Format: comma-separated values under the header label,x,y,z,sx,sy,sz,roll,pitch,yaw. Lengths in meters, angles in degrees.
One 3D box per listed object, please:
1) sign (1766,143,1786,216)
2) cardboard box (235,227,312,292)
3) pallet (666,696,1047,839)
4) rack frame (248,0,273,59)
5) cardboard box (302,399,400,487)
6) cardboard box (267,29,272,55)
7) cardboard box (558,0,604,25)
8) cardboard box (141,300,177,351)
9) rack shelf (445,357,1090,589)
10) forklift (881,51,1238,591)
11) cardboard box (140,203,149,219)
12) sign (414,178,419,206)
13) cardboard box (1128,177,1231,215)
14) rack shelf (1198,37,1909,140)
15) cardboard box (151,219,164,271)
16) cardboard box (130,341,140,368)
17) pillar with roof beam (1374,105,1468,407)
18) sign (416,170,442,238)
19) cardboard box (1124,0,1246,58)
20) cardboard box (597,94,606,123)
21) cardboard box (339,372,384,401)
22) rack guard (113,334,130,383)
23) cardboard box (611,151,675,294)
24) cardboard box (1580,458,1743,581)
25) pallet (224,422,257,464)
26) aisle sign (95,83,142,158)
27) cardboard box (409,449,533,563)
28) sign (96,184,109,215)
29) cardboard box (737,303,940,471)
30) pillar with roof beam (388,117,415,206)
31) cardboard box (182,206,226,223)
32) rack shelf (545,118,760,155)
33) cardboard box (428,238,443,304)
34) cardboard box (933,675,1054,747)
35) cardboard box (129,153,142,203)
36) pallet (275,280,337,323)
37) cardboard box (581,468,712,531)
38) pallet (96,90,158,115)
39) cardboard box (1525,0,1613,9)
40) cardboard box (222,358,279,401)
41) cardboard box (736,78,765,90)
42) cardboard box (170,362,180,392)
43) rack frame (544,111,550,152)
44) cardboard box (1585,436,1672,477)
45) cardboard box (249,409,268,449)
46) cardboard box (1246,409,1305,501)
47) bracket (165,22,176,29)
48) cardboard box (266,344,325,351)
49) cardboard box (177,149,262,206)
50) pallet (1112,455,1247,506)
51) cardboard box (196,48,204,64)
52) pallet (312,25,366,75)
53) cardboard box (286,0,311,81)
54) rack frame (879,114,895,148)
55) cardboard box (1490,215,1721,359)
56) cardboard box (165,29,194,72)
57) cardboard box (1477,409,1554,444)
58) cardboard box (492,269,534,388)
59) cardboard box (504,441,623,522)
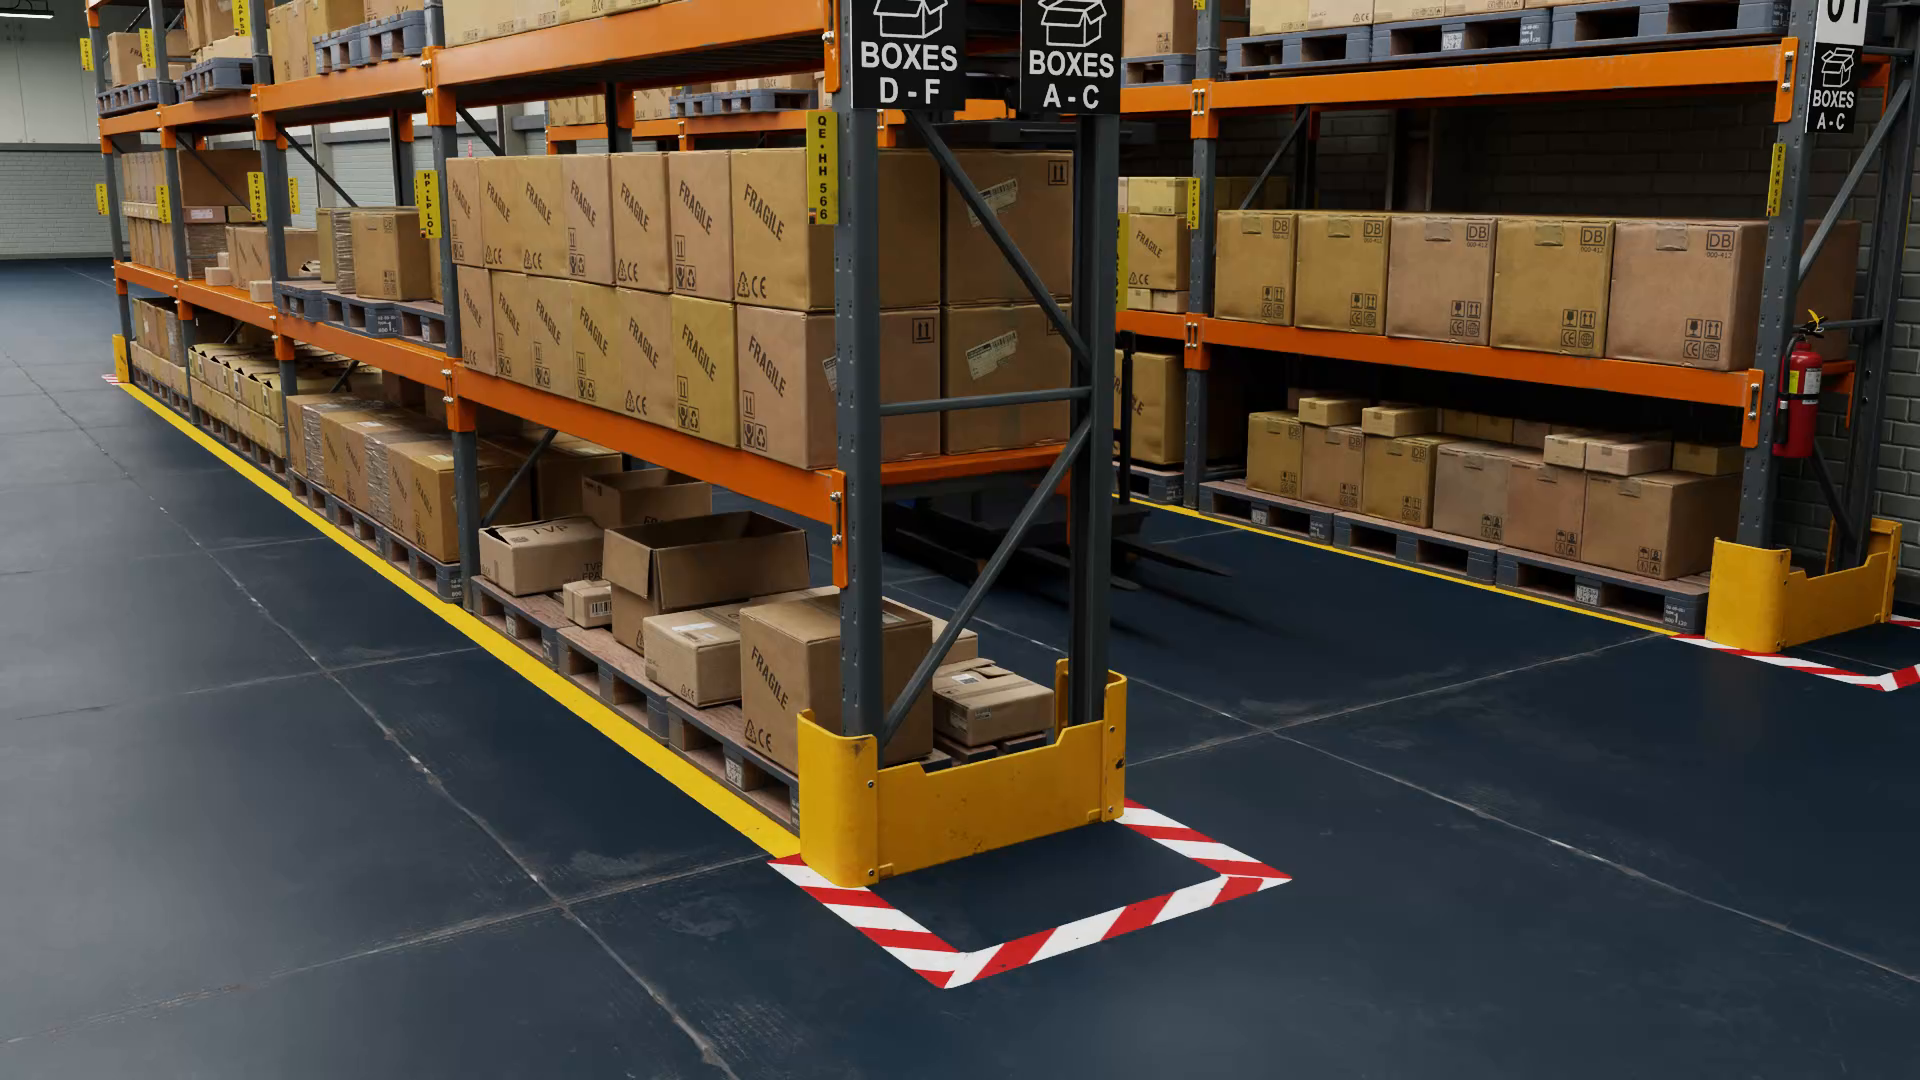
label,x,y,z,sx,sy,sz,roll,pitch,yaw
sign,3.731,-1.644,7.595,0.100,0.325,0.005,-8,15,-33
cardboard box,-5.599,-2.299,13.621,0.500,0.500,0.500,-8,15,-33
pallet,-0.416,0.770,6.349,1.003,0.211,1.213,-8,15,-33
rack frame,-4.364,-4.791,11.207,1.000,3.000,0.127,-8,15,-33
cardboard box,-4.055,-0.647,11.120,0.500,0.500,0.500,-9,15,-35
cardboard box,-4.662,-3.532,11.837,0.500,0.250,0.500,-9,15,-37
cardboard box,-1.255,-2.158,6.540,0.500,0.250,0.500,-8,15,-33
cardboard box,-8.118,-2.214,17.161,0.500,0.500,0.500,-8,15,-33
rack shelf,-1.040,-0.442,7.045,1.077,0.370,4.000,-8,15,-33
forklift,0.390,-1.285,9.376,1.130,2.935,3.031,-7,14,-29
cardboard box,-8.043,-3.325,16.792,0.380,0.149,0.250,-8,15,-33
sign,-3.918,-2.453,12.034,0.100,0.325,0.005,-8,15,-33
cardboard box,1.502,-2.359,11.396,0.500,0.250,0.500,-8,14,-31
rack shelf,3.082,-2.494,9.409,1.077,0.370,4.000,-8,15,-33
cardboard box,-7.688,-2.973,16.699,0.700,0.500,0.500,-8,14,-31
cardboard box,-8.684,-2.023,18.046,0.500,0.250,0.500,-8,15,-33
pillar with roof beam,-0.502,-4.135,8.207,9.100,9.000,0.400,-8,15,-33
sign,-2.608,-1.648,8.168,0.100,0.325,0.005,-8,15,-33
cardboard box,1.578,-3.635,11.676,0.700,0.500,0.500,-9,15,-36
cardboard box,-3.824,-5.021,18.997,0.500,0.500,0.500,-7,14,-29
cardboard box,-4.410,-1.124,12.622,0.500,0.311,0.500,-8,14,-31
rack guard,-8.810,-2.066,18.640,1.175,0.500,0.348,-8,15,-33
cardboard box,-0.979,-1.203,6.267,0.500,0.500,0.500,-8,14,-31
cardboard box,3.719,-0.121,8.763,0.700,0.500,0.500,-8,15,-33
pallet,-5.460,-0.866,13.828,1.003,0.211,1.213,-8,15,-33
aisle sign,-9.088,-4.529,17.964,0.394,0.787,0.004,-8,15,-33
cardboard box,-2.660,-0.197,9.061,0.500,0.500,0.500,-8,15,-33
sign,-9.262,-3.680,17.957,0.100,0.325,0.005,-8,15,-33
cardboard box,-0.406,-0.534,5.548,0.500,0.500,0.500,-8,14,-31
pillar with roof beam,-13.799,-8.403,27.725,9.100,9.000,0.400,-8,15,-33
cardboard box,-6.909,-2.961,15.126,0.380,0.149,0.250,-8,15,-33
rack shelf,-3.567,-4.628,19.168,1.077,0.370,4.000,-8,15,-33
cardboard box,-2.658,-1.629,9.570,0.700,0.500,0.500,-6,14,-24
cardboard box,0.122,0.625,6.126,0.380,0.149,0.250,-8,15,-33
cardboard box,-8.223,-3.779,17.350,0.700,0.500,0.500,-9,15,-34
pallet,-3.930,-1.654,11.355,1.213,0.211,1.003,-8,15,-33
cardboard box,-1.596,-0.075,8.505,0.500,0.500,0.500,-8,15,-33
pallet,-8.426,-4.577,17.454,1.003,0.211,1.213,-8,15,-33
cardboard box,3.274,-2.862,8.541,0.500,0.250,0.500,-9,15,-35
cardboard box,-5.706,-1.331,13.569,0.500,0.311,0.500,-8,14,-31
cardboard box,-1.881,-4.570,16.441,0.500,0.311,0.500,-8,14,-31
cardboard box,-7.288,-1.580,16.021,0.500,0.250,0.500,-8,15,-33
rack frame,-4.675,-3.870,21.038,1.000,3.000,0.127,-8,15,-33
cardboard box,3.496,-0.439,8.700,0.380,0.149,0.250,-8,15,-33
cardboard box,-5.147,-0.878,12.810,0.500,0.250,0.500,-8,15,-33
cardboard box,2.303,-0.575,10.837,0.700,0.500,0.500,-8,15,-32
bracket,-22.027,-14.326,46.382,0.235,0.232,0.430,-8,15,-33
cardboard box,-5.824,-1.578,14.696,0.500,0.311,0.500,-8,14,-31
cardboard box,-6.831,-3.333,15.309,0.700,0.500,0.500,-8,15,-32
pallet,1.484,-0.502,12.164,1.003,0.211,1.213,-8,15,-33
cardboard box,-6.247,-4.058,14.245,0.500,0.250,0.500,-6,14,-27
pallet,-3.028,-2.831,9.704,1.213,0.211,1.003,-8,15,-33
cardboard box,-3.812,-3.210,10.765,0.910,0.500,0.500,-8,15,-33
rack frame,-0.242,-2.447,14.532,1.000,3.000,0.127,-8,15,-33
cardboard box,3.487,-1.389,8.989,0.980,0.700,0.700,-8,15,-33
cardboard box,-7.388,-4.669,16.117,0.797,0.503,0.637,-6,14,-27
cardboard box,3.251,-0.665,9.731,0.380,0.149,0.250,-8,15,-32
cardboard box,-1.806,-0.984,7.607,0.500,0.500,0.500,-8,15,-32
cardboard box,-2.213,-0.258,9.340,0.500,0.500,0.500,-9,15,-35
